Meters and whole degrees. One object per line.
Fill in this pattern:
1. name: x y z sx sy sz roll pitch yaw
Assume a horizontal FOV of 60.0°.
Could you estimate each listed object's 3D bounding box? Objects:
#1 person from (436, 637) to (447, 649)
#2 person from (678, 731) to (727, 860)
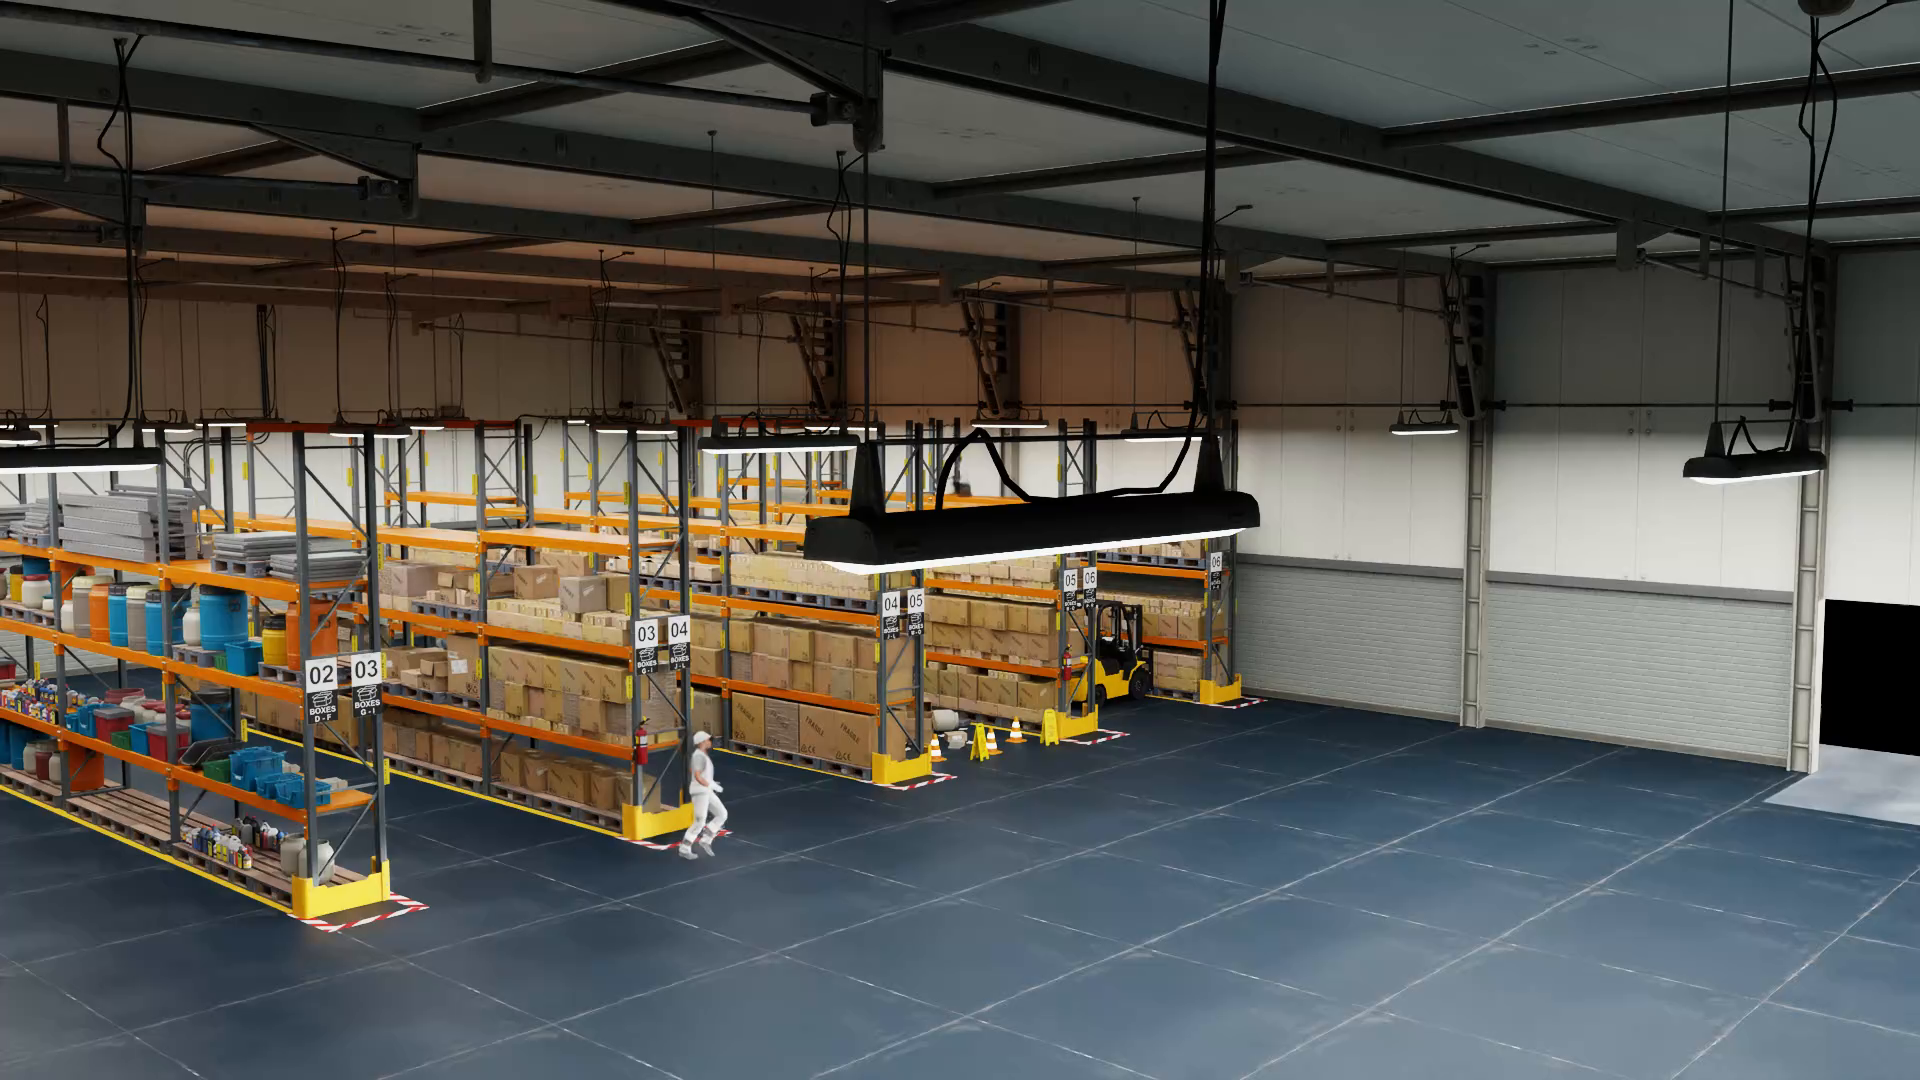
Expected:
1. person: -12.609 2.111 40.974 0.704 1.731 0.686 4 6 43
2. person: -3.590 3.551 23.284 0.652 1.749 0.715 0 5 0
